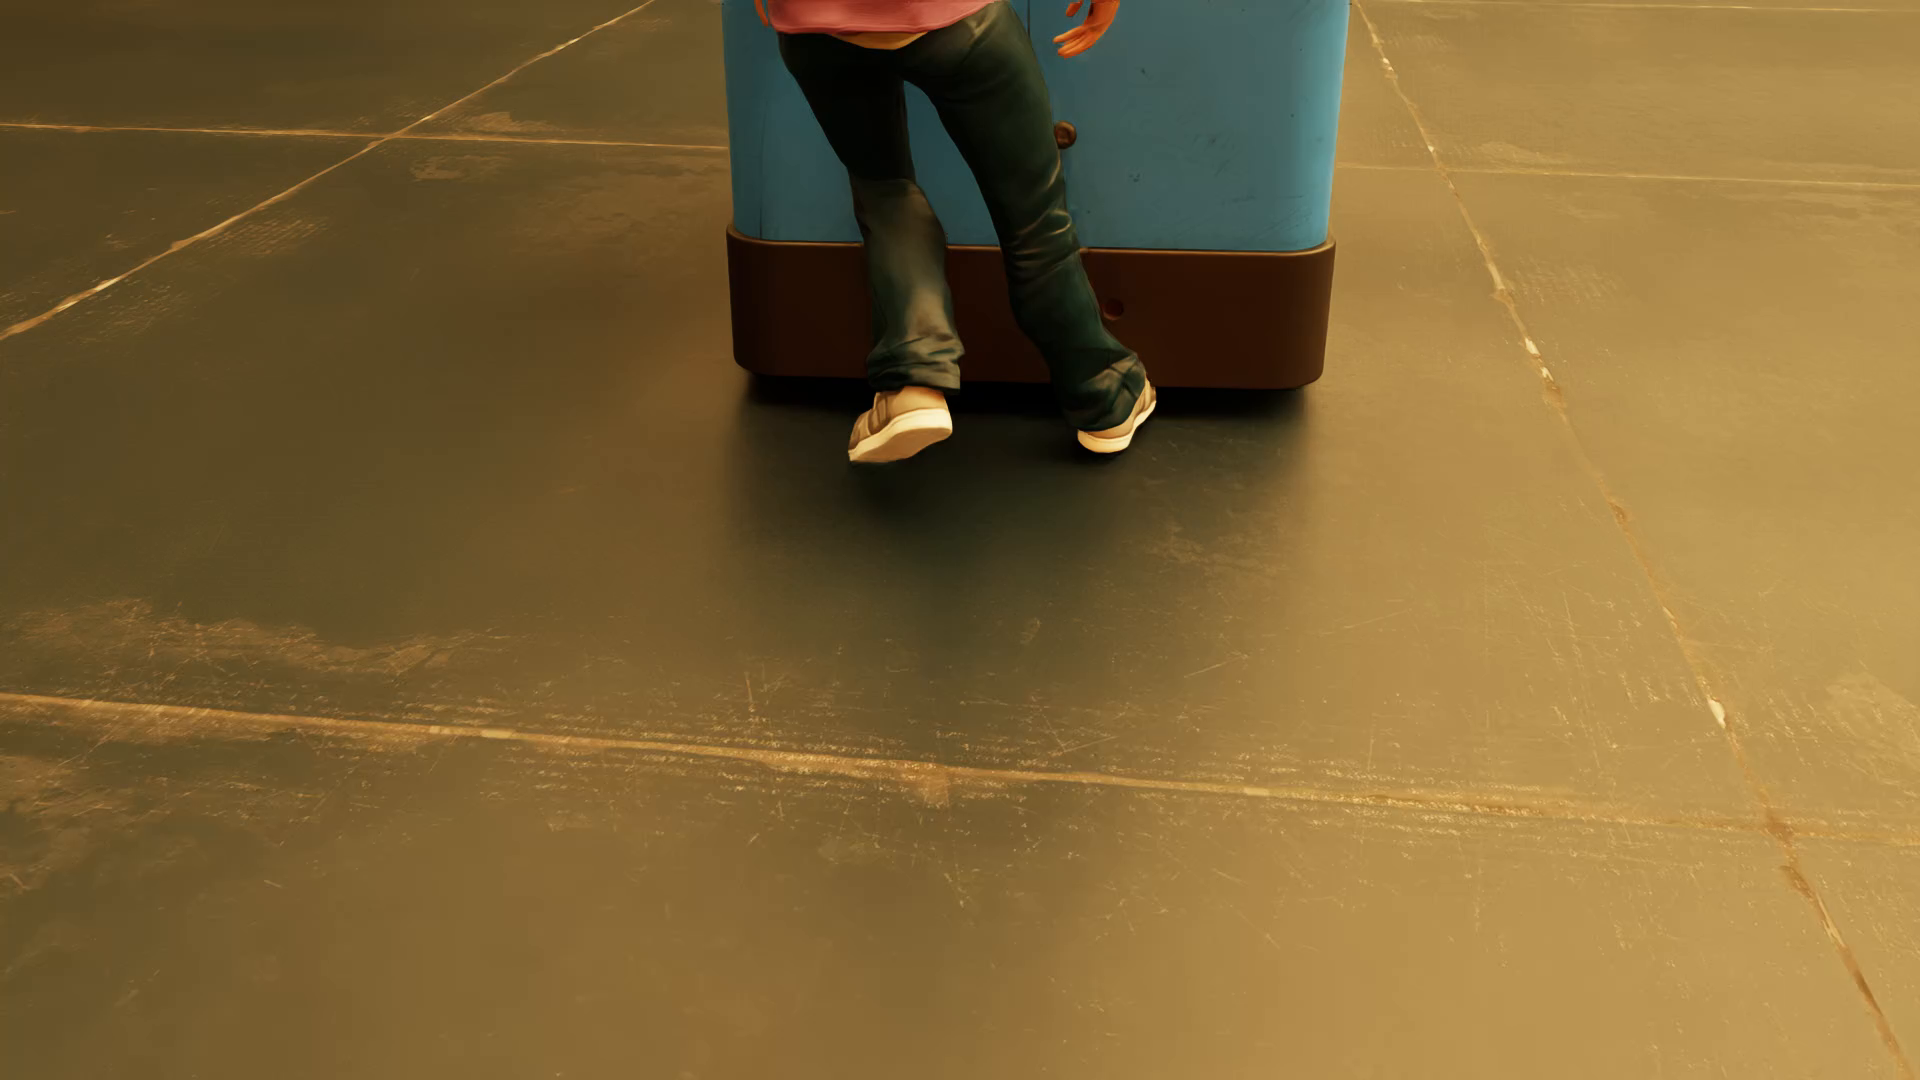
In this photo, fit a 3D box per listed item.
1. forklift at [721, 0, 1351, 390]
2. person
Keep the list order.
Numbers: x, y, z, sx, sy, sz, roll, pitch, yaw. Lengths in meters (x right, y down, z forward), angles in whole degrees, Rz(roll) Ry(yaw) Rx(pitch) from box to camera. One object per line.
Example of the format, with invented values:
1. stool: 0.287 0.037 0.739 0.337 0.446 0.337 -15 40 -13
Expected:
1. forklift: 0.225 -2.192 3.612 1.130 2.935 3.031 2 27 4
2. person: -0.011 -0.823 2.463 0.593 1.486 0.634 9 28 18
